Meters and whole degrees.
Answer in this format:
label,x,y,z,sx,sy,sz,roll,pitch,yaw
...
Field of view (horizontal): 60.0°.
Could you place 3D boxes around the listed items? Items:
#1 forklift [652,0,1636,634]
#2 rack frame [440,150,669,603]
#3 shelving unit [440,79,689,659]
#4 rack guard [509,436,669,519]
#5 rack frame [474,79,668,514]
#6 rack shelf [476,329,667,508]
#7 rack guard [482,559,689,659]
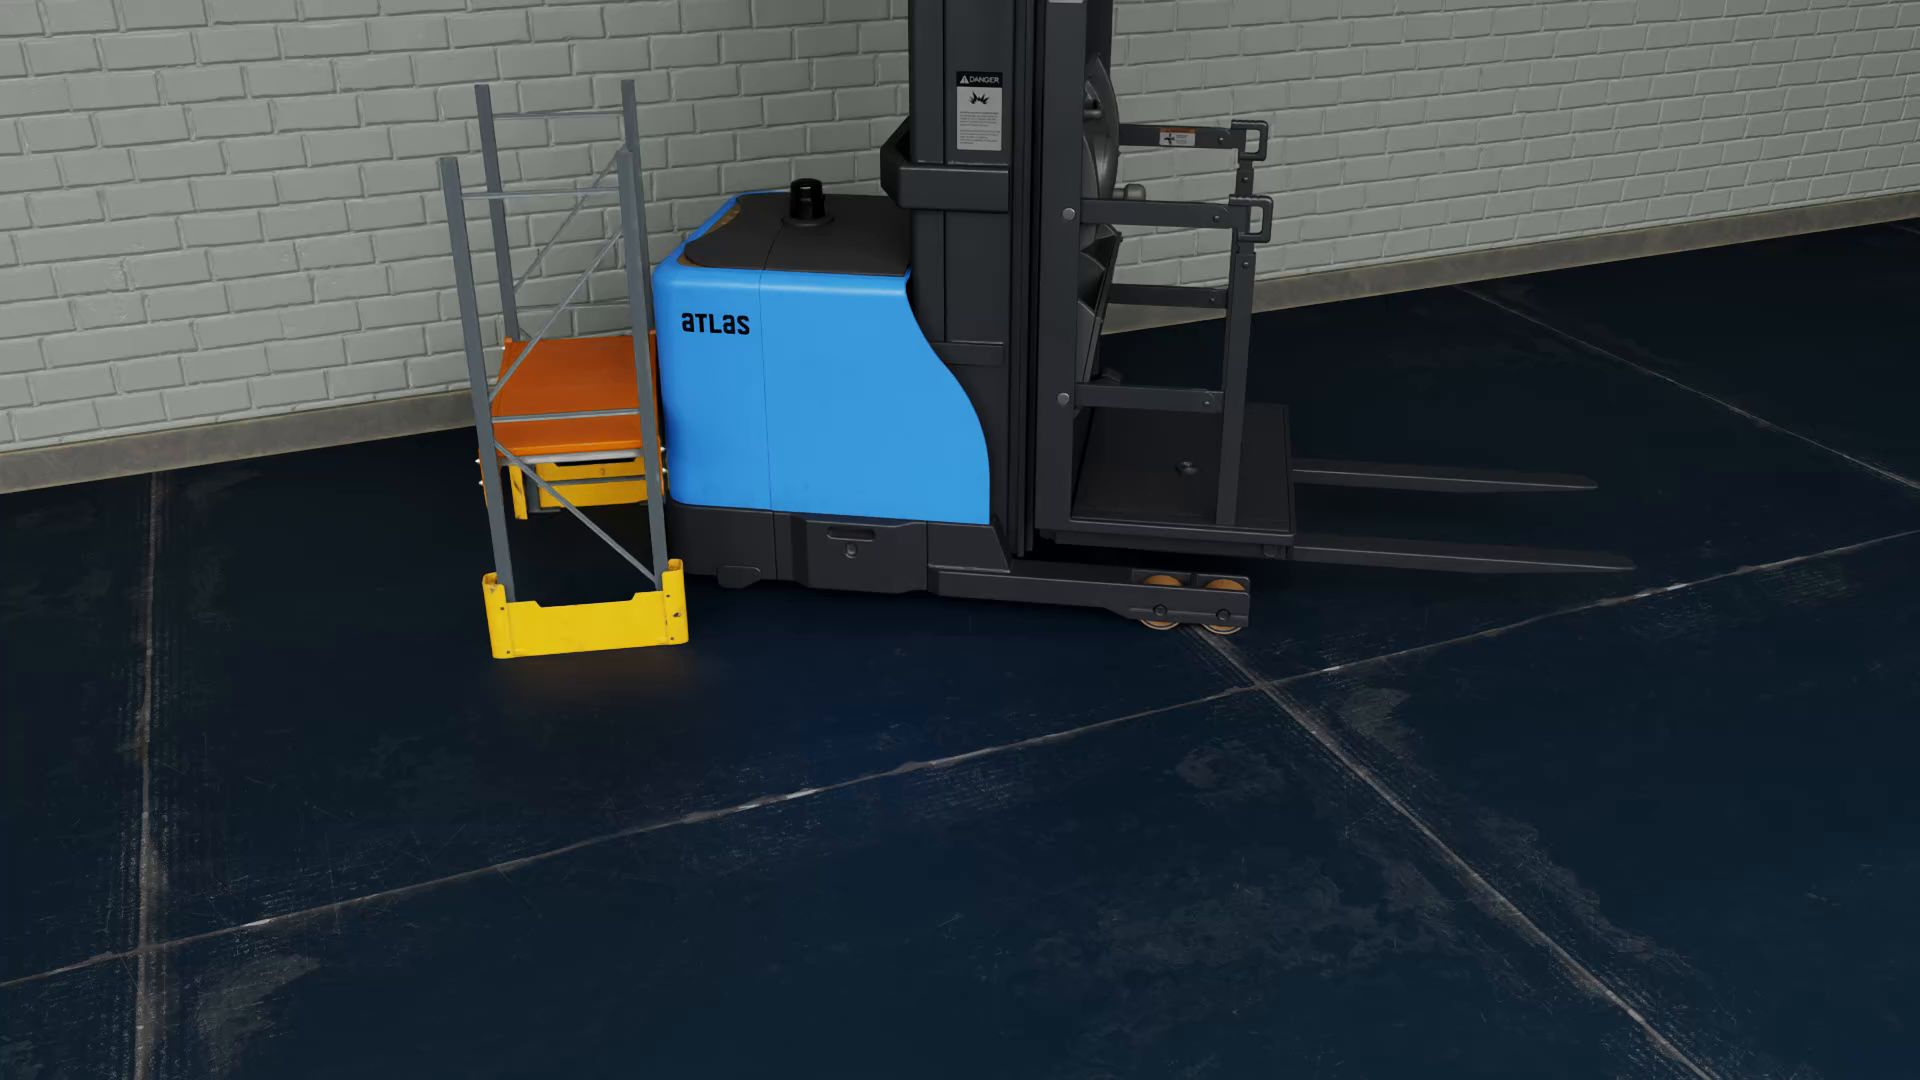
label,x,y,z,sx,sy,sz,roll,pitch,yaw
forklift,0.615,-1.276,5.022,3.031,2.935,1.130,4,26,8
rack frame,-1.128,-0.354,4.764,0.500,1.500,0.032,-4,26,-9
shelving unit,-1.212,-0.570,5.207,0.587,1.500,1.083,-4,26,-9
rack guard,-1.296,-0.223,5.922,0.587,0.250,0.087,-4,26,-9
rack frame,-1.299,-0.793,5.665,0.500,1.500,0.032,-4,26,-9
rack shelf,-1.214,-0.412,5.294,0.538,0.185,1.000,-4,26,-9
rack guard,-1.128,0.207,5.040,0.587,0.250,0.087,-4,26,-9
